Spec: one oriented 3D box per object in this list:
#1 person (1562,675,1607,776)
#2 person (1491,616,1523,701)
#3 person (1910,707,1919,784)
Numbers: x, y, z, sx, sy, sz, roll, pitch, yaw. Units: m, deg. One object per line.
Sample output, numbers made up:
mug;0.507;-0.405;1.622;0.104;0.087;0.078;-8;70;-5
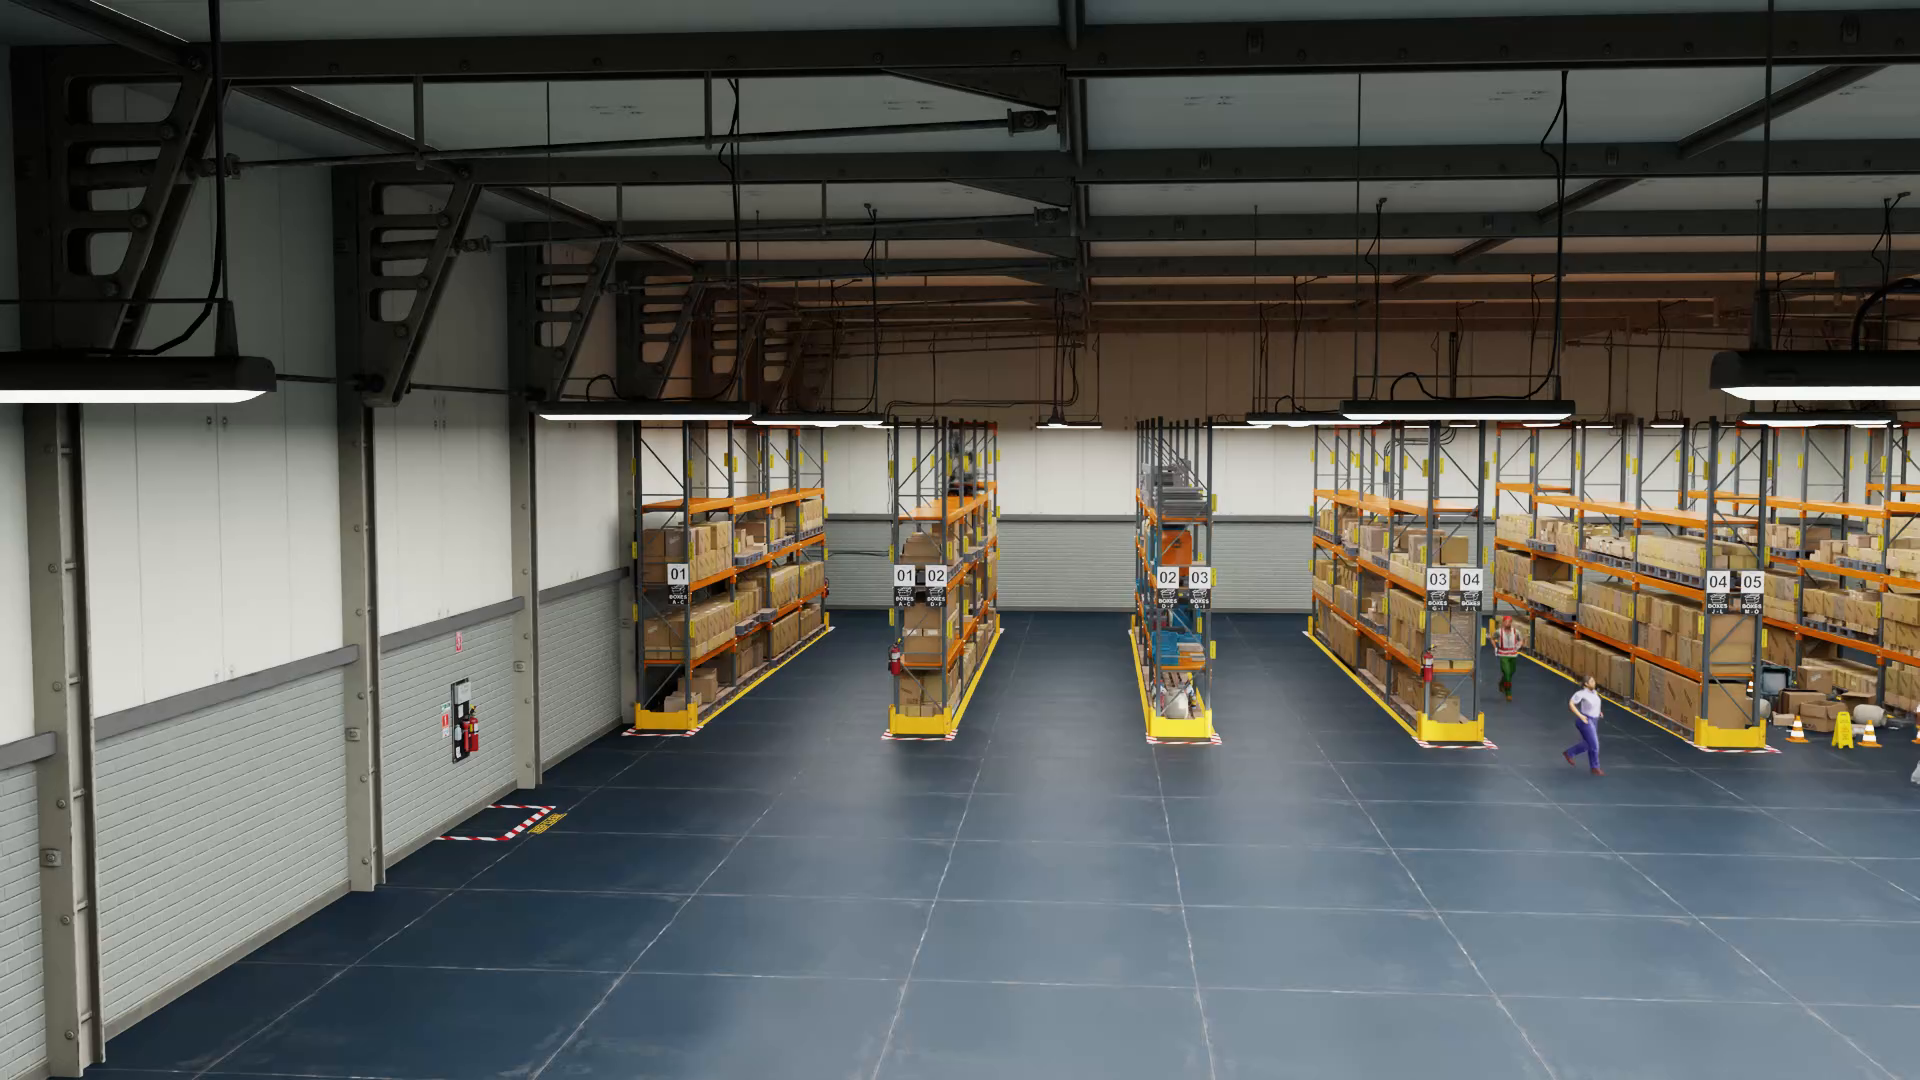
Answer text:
person;10.508;3.100;27.922;0.623;1.650;0.838;-4;5;-45
person;11.729;2.506;35.597;0.639;1.794;0.915;0;4;3
person;15.607;3.154;26.575;0.700;1.730;0.550;4;5;44
